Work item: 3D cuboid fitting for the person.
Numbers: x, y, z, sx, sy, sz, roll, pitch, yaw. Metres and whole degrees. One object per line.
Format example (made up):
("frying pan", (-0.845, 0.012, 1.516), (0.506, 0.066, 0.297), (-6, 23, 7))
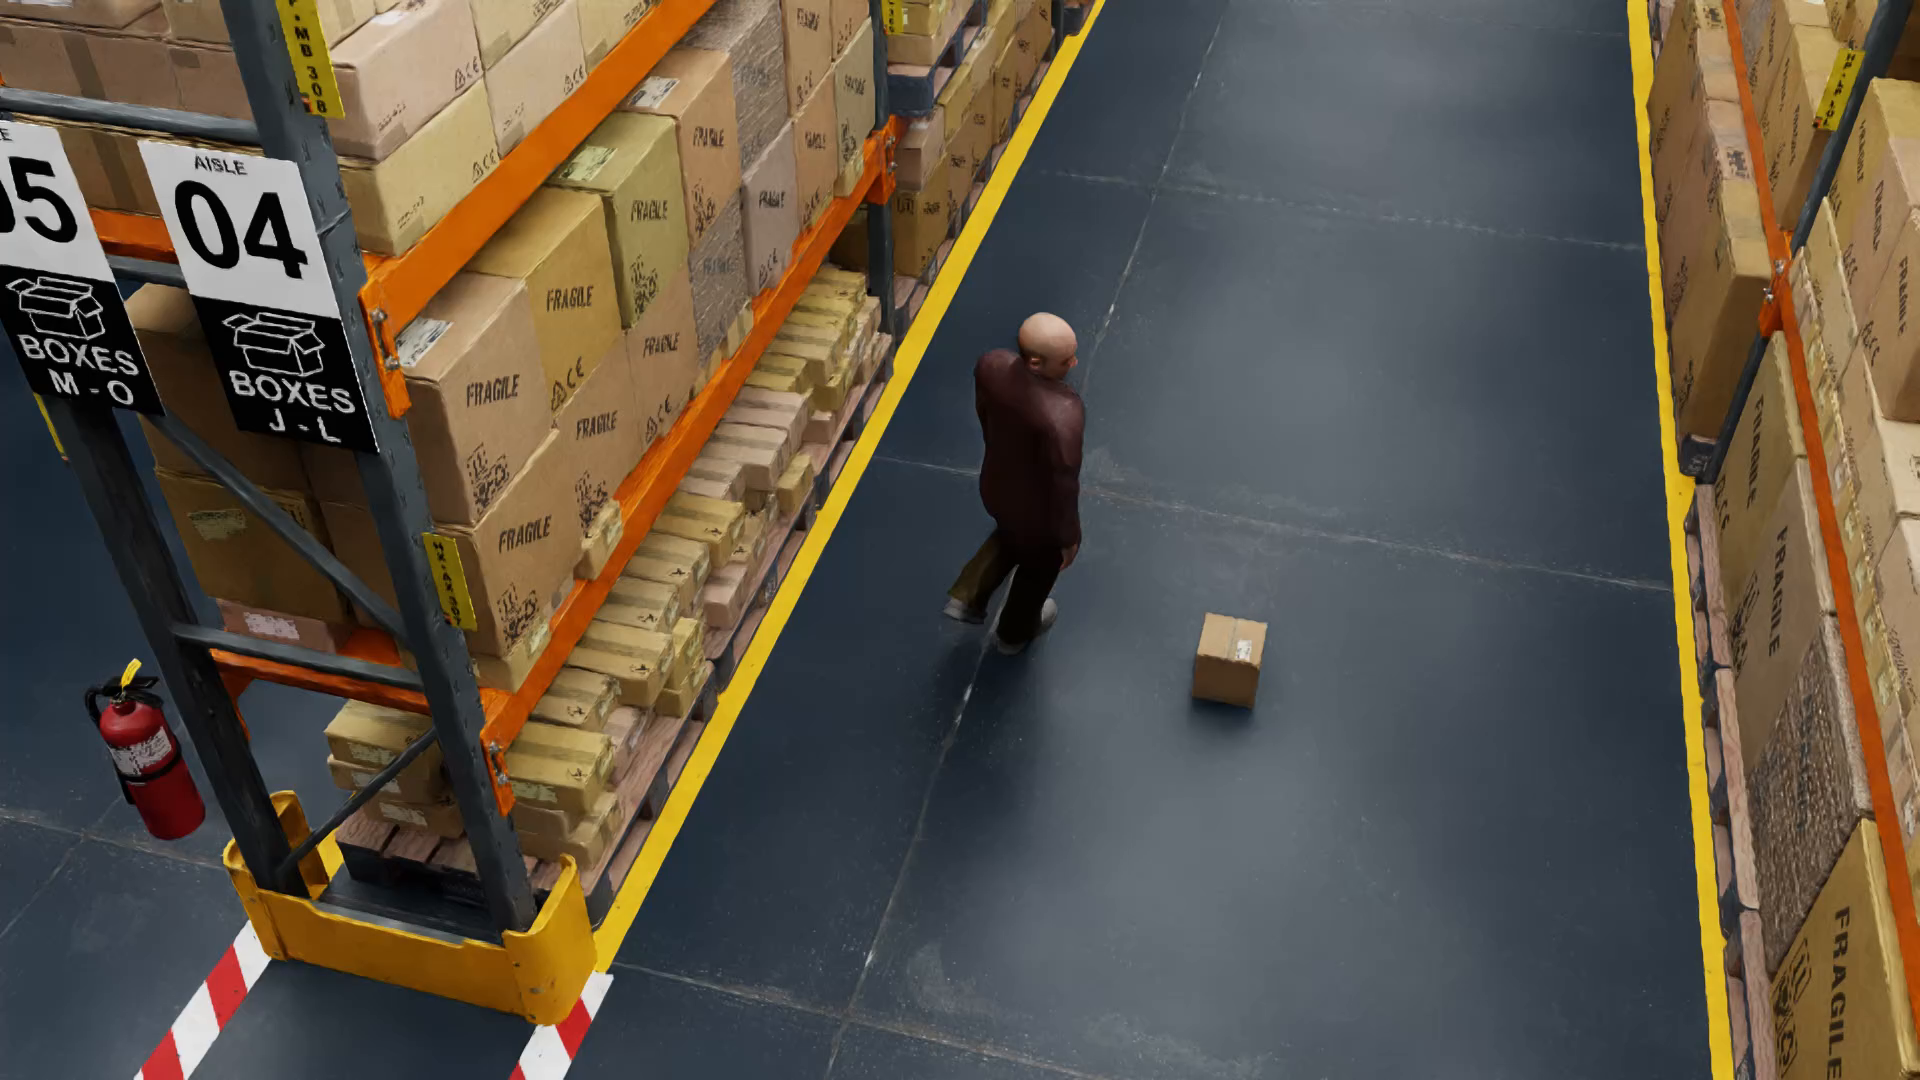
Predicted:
("person", (0.277, -0.171, 6.381), (0.600, 1.761, 0.651), (-29, 48, -30))
